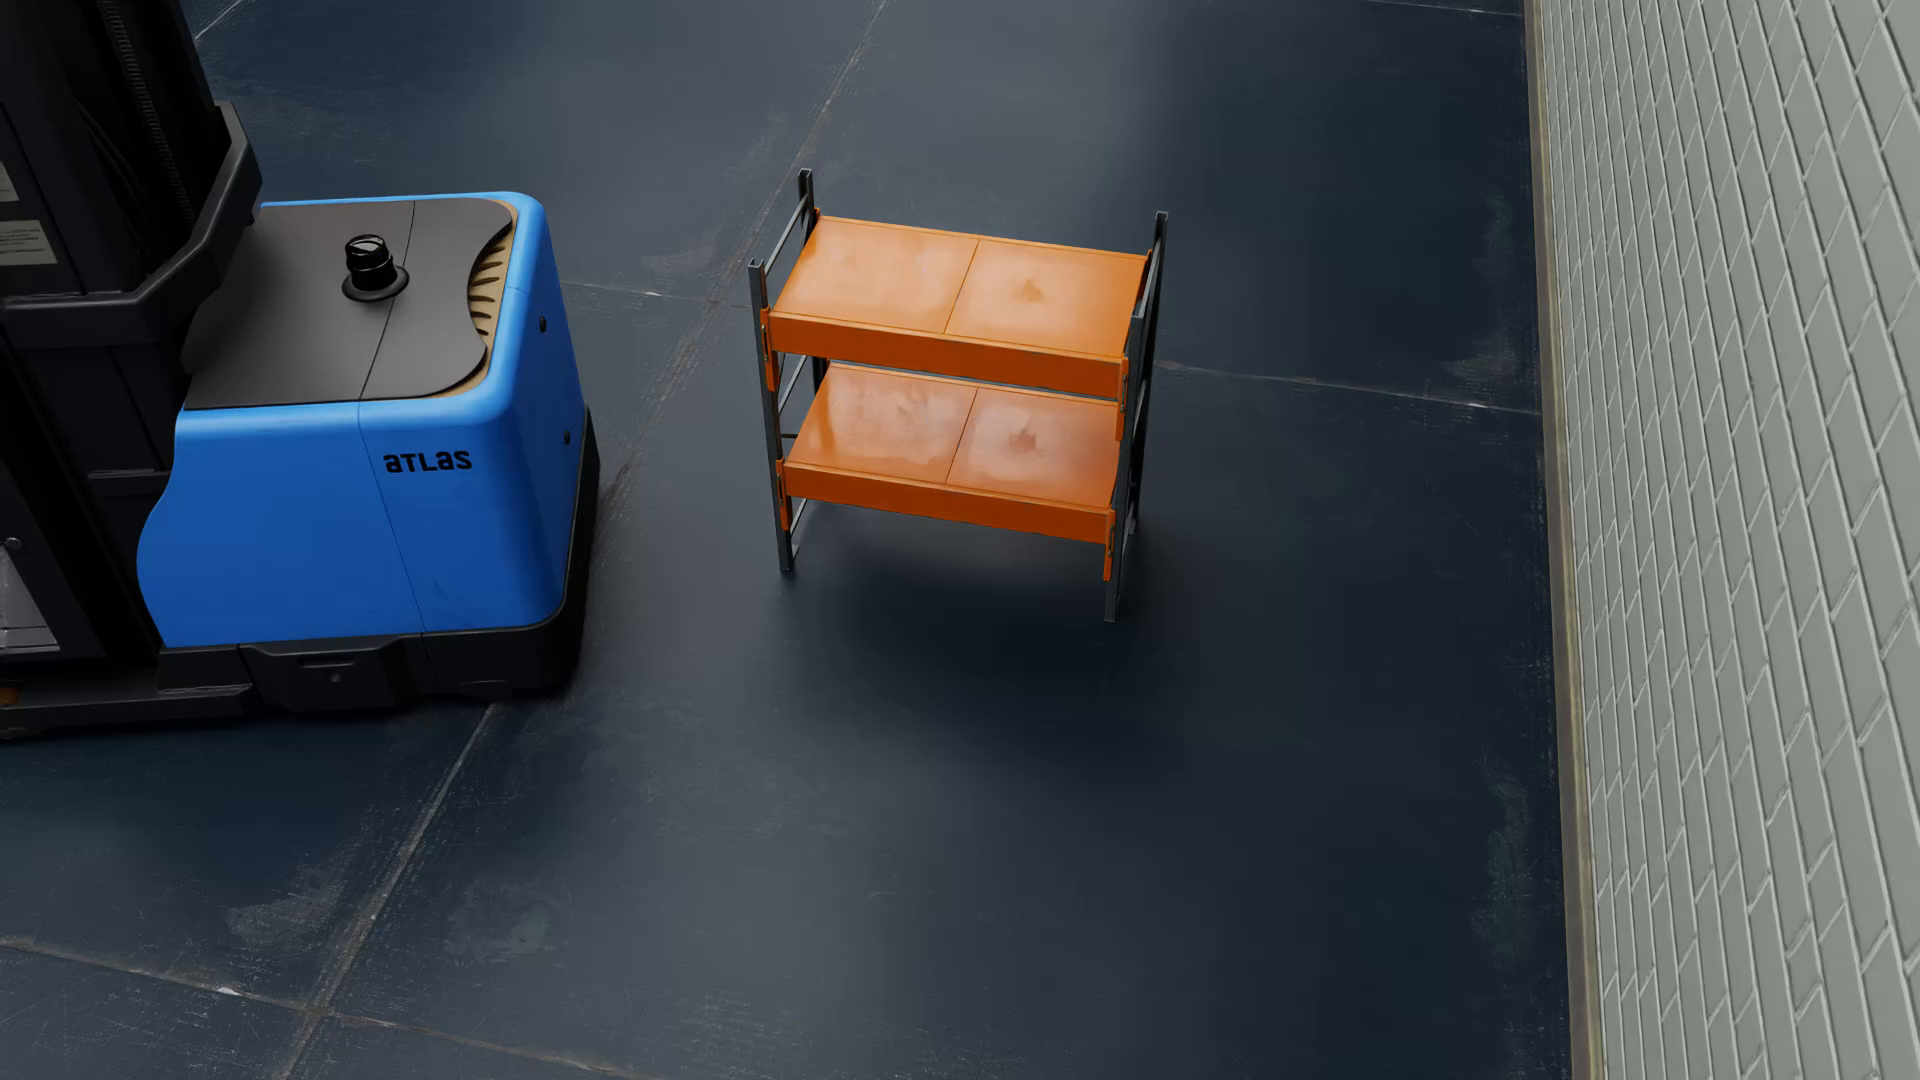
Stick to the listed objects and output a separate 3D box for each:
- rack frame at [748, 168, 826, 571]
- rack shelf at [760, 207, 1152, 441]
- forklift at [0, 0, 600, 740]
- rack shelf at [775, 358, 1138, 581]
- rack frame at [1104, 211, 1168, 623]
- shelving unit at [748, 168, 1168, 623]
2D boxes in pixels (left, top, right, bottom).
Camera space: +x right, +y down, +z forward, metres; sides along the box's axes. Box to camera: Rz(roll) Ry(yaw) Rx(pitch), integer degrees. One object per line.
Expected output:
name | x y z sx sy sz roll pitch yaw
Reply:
rack frame | -0.489 -0.481 4.939 0.032 1.125 0.500 9 45 9
rack shelf | 0.007 -0.615 4.656 1.000 0.278 0.538 9 45 9
forklift | -2.641 -0.867 4.037 3.031 2.935 1.130 -3 44 -3
rack shelf | 0.007 -0.228 5.028 1.000 0.278 0.538 9 45 9
rack frame | 0.503 -0.327 4.779 0.032 1.125 0.500 9 45 9
shelving unit | 0.007 -0.404 4.859 1.048 1.125 0.538 9 45 9
